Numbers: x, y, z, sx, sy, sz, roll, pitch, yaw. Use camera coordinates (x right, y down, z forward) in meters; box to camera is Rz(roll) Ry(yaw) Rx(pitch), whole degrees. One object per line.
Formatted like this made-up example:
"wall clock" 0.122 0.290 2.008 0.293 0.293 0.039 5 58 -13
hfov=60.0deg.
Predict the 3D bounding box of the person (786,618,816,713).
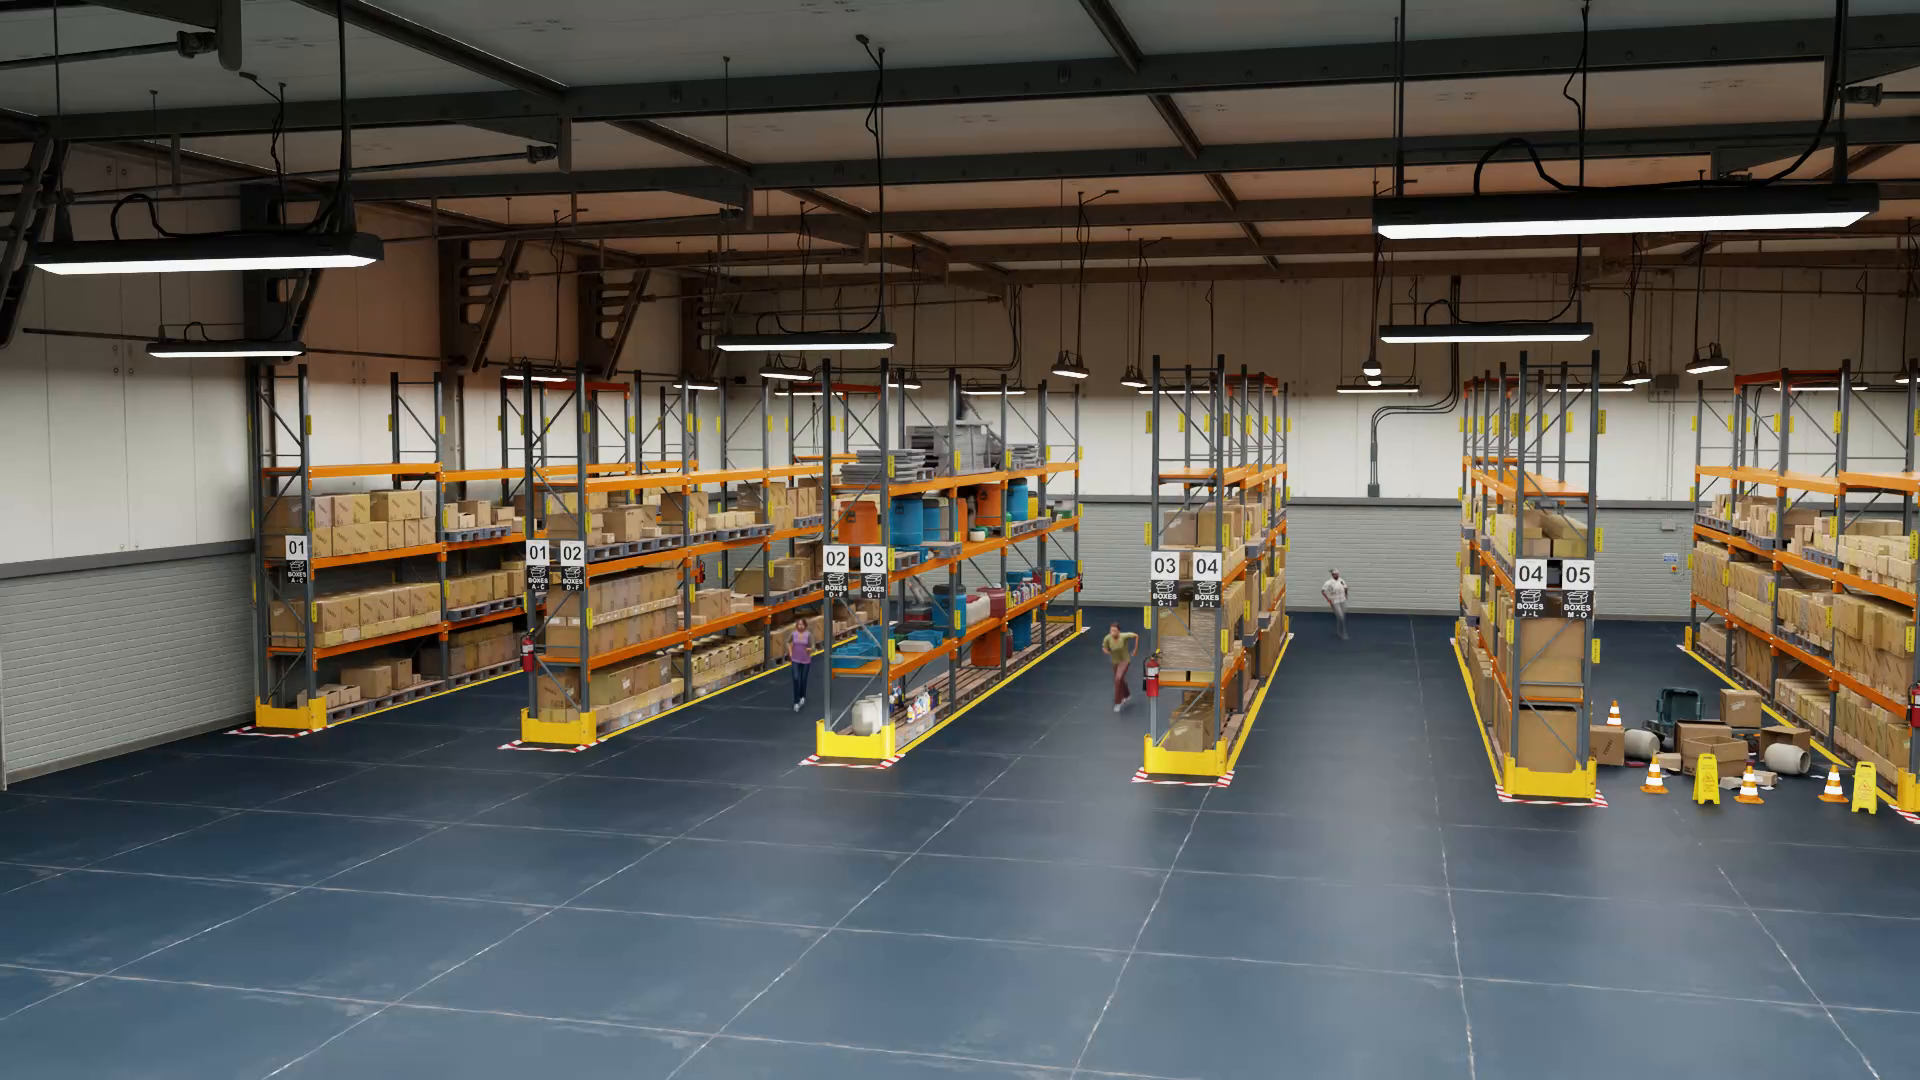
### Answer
"person" -2.801 2.187 29.277 0.523 1.647 0.736 0 4 -6

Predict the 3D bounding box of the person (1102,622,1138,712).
"person" 2.853 2.219 29.321 0.616 1.614 0.945 2 4 23

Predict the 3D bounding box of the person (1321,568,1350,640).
"person" 8.860 1.500 38.992 0.685 1.720 0.668 -1 4 -18

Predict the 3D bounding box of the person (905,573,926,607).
"person" -1.133 1.286 42.572 0.795 1.558 0.585 3 5 38
